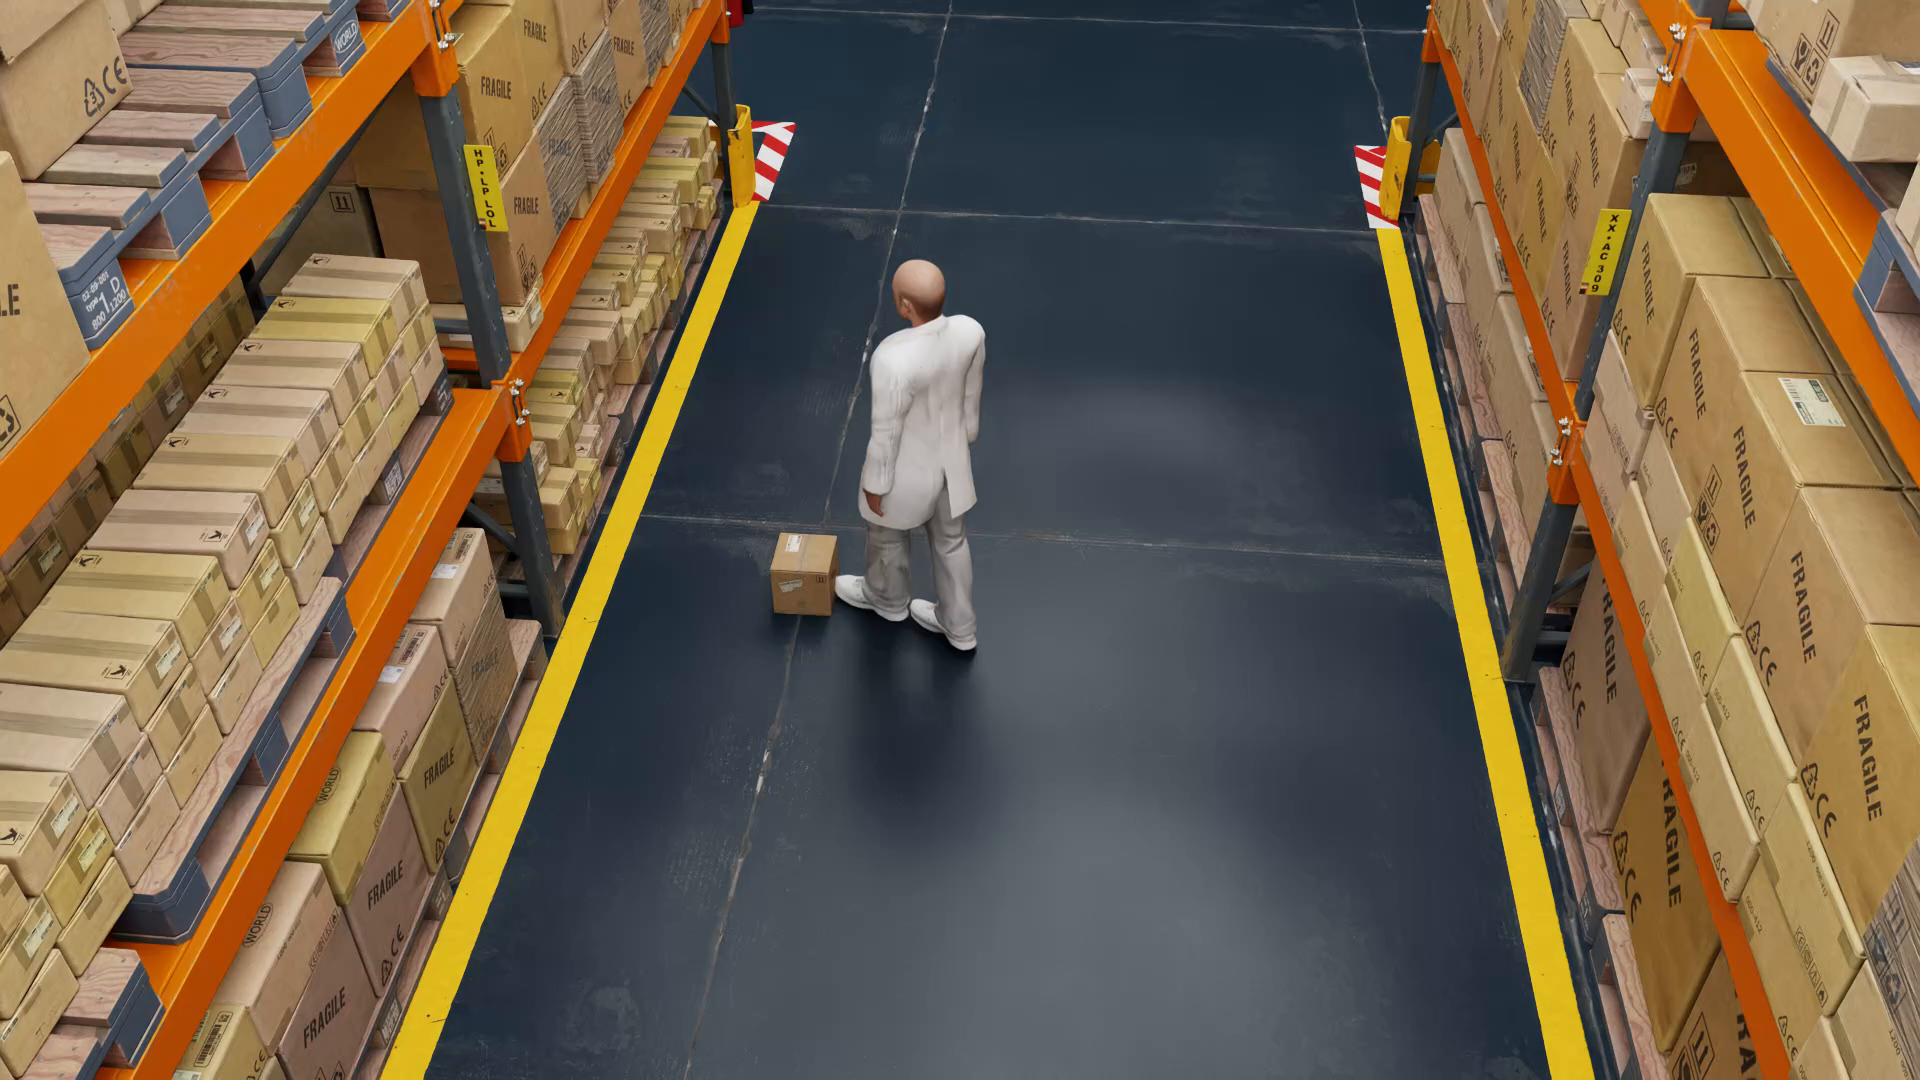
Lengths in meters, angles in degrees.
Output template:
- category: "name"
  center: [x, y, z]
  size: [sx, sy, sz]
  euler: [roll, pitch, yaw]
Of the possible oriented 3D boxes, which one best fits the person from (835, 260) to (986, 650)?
- category: "person"
  center: [-0.216, -0.356, 6.582]
  size: [0.590, 1.770, 0.700]
  euler: [-29, 48, -31]
